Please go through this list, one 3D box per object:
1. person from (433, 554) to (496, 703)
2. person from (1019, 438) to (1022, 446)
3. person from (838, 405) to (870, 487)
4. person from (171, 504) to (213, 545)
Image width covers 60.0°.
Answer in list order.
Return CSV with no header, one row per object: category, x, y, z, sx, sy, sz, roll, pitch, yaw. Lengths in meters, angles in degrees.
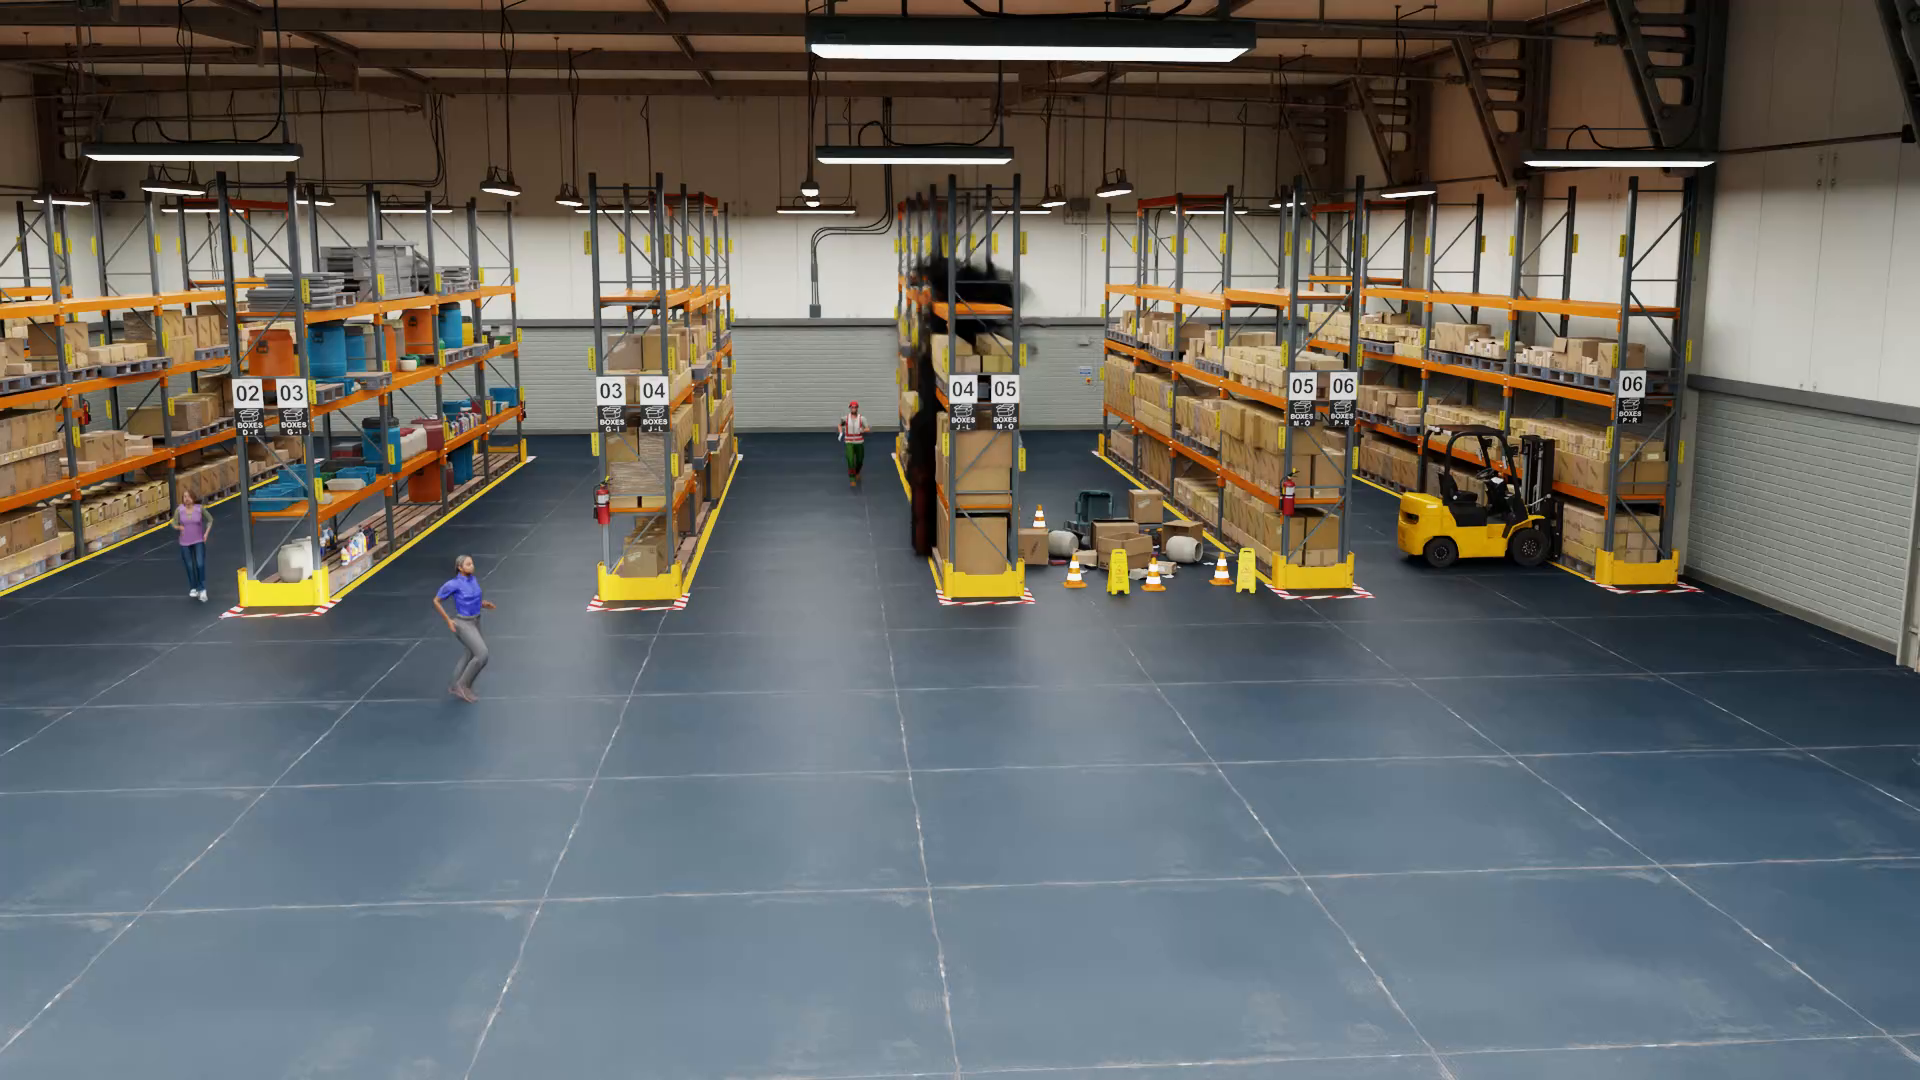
person,-5.427,1.012,18.425,0.666,1.549,0.546,3,10,15
person,1.233,-2.914,41.307,0.615,1.426,0.507,0,10,0
person,-2.226,-2.018,35.019,0.663,1.719,0.997,-1,10,-7
person,-10.920,-0.228,23.625,0.532,0.569,0.381,-3,10,-15
